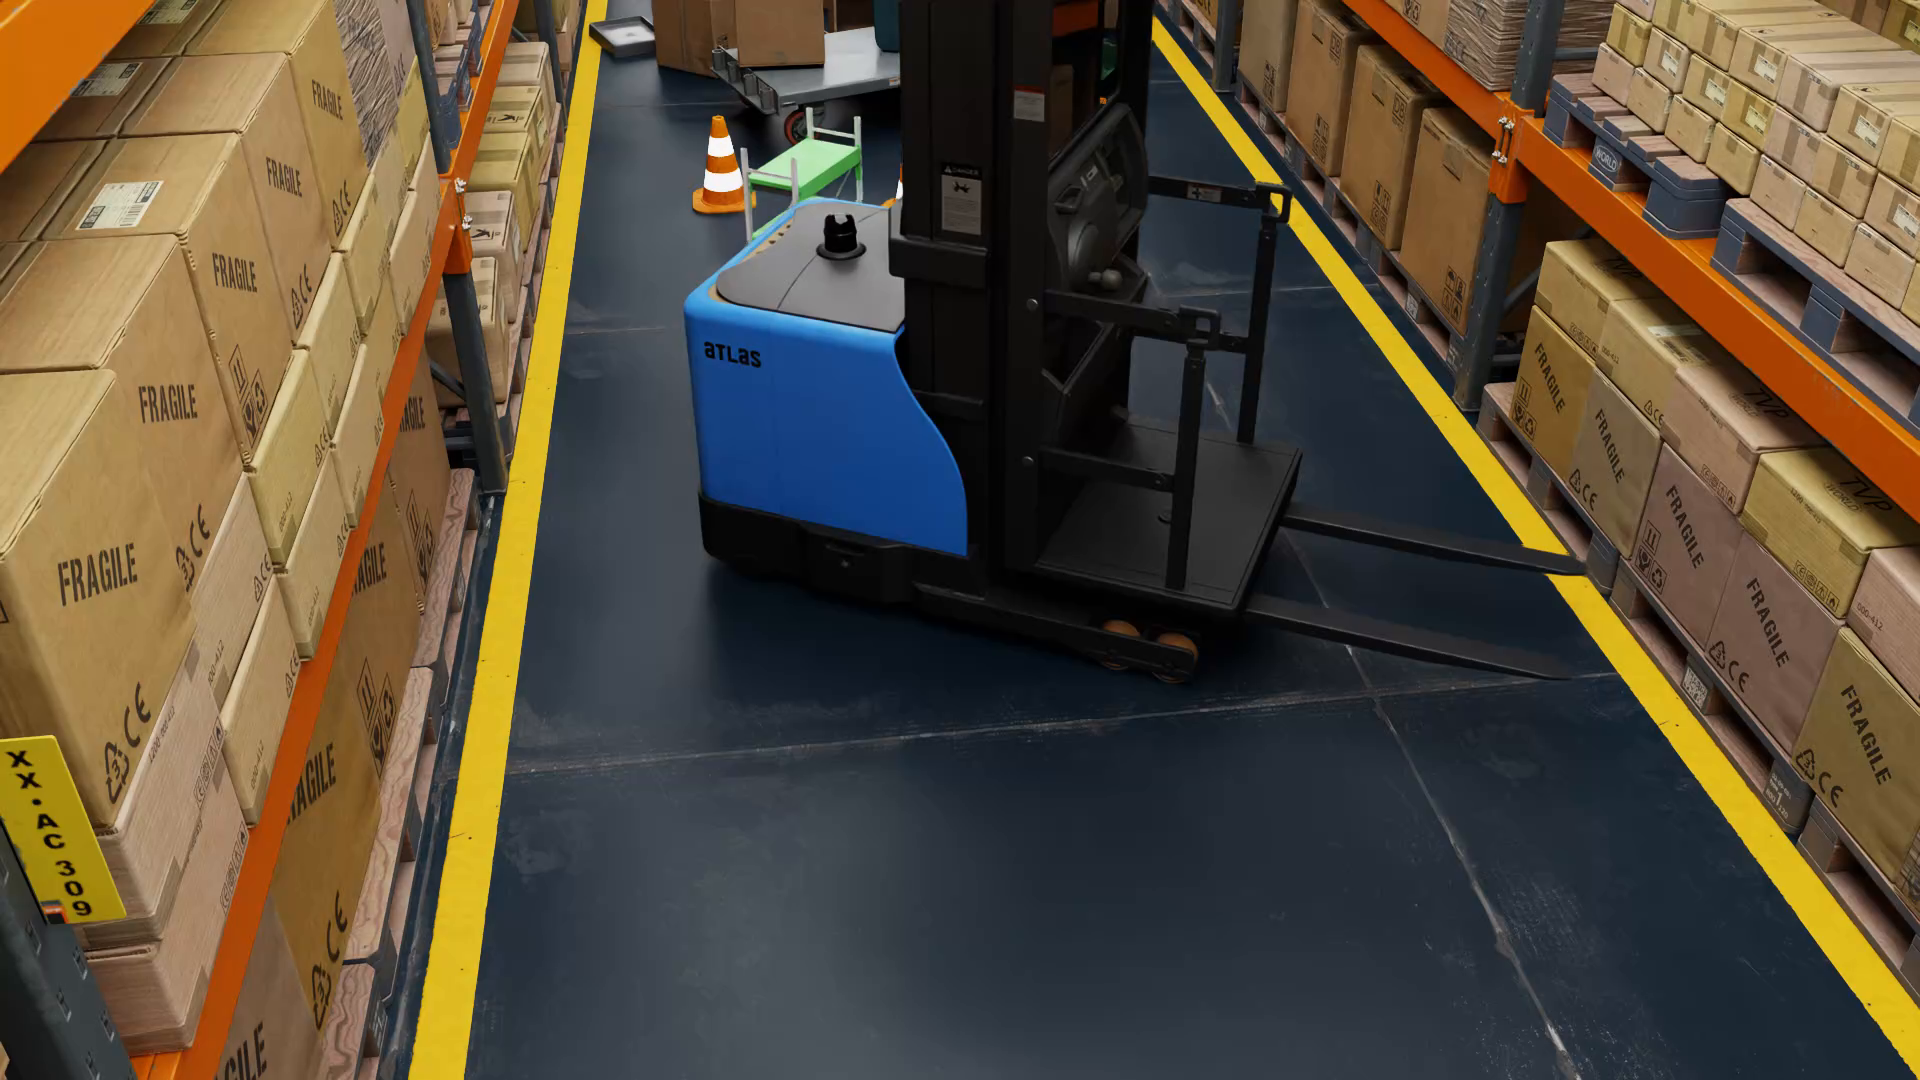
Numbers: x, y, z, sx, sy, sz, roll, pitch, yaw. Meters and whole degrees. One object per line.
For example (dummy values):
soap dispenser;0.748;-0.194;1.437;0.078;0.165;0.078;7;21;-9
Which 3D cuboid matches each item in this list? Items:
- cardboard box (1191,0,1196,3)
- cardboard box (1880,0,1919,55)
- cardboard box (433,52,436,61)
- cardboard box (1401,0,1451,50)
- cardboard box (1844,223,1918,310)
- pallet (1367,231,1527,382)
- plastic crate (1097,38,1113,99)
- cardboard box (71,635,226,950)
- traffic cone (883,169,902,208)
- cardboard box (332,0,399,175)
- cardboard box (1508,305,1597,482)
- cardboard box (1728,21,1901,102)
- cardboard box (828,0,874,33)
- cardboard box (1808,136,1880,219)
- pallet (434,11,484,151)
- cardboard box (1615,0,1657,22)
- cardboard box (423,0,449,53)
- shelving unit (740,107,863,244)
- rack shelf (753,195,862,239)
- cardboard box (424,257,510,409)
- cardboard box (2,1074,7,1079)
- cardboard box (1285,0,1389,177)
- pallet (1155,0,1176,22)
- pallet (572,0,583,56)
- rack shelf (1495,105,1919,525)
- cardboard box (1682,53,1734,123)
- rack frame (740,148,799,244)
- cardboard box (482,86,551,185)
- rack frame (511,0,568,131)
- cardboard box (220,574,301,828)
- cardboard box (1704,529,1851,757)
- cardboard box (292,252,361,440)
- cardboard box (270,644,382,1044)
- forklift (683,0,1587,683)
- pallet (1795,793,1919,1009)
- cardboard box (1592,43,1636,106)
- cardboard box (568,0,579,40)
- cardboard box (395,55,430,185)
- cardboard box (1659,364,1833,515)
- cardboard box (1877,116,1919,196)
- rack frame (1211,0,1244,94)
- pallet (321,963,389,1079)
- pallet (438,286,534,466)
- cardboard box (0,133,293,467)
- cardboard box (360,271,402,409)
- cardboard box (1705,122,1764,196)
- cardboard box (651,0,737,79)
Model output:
cardboard box;1.934;-4.231;11.309;0.875;0.875;0.875;-4;34;-6
cardboard box;3.199;-1.635;5.307;0.380;0.149;0.250;-3;34;-5
cardboard box;-2.143;-1.839;6.135;0.380;0.149;0.250;-6;35;-9
cardboard box;2.220;-2.395;7.012;0.500;0.500;0.500;-4;35;-6
cardboard box;2.686;-0.764;4.558;0.380;0.149;0.250;-5;35;-8
pallet;2.581;-1.138;7.732;1.003;0.211;1.213;-4;35;-6
plastic crate;0.753;-2.936;10.341;0.450;0.188;0.662;21;39;12
cardboard box;-1.521;0.407;2.678;0.500;0.250;0.500;-5;35;-8
traffic cone;-0.233;-1.925;8.664;0.336;0.463;0.334;-4;35;-6
cardboard box;-1.873;-1.313;4.537;0.500;0.500;0.500;-4;34;-6
cardboard box;2.455;-0.571;6.271;0.500;0.500;0.500;-6;35;-8
cardboard box;2.585;-1.453;5.040;0.380;0.149;0.250;-6;35;-8
cardboard box;-0.476;-3.592;10.954;0.797;0.637;0.503;-4;35;-6
cardboard box;2.653;-1.034;4.689;0.380;0.149;0.250;-5;35;-7
pallet;-2.481;-1.724;6.286;1.213;0.211;1.003;-4;35;-6
cardboard box;2.483;-1.885;5.675;0.380;0.149;0.250;-4;35;-6
cardboard box;-2.110;-2.020;5.824;0.500;0.500;0.500;-5;35;-8
shelving unit;-0.614;-1.081;6.770;0.258;1.200;0.503;16;37;21
rack shelf;-0.613;-1.226;6.671;0.258;0.148;0.480;16;37;21
cardboard box;-2.345;-0.817;6.746;0.950;0.372;0.625;-7;35;-10
cardboard box;-1.426;1.017;2.005;0.500;0.500;0.500;-4;34;-6
cardboard box;2.373;-2.442;8.795;1.050;0.750;0.750;-4;35;-6
pallet;1.882;-4.037;11.986;1.003;0.211;1.213;-4;35;-6
pallet;-3.110;-3.548;11.268;1.003;0.211;1.213;-4;35;-6
rack shelf;2.881;-0.431;4.858;1.077;0.370;4.000;-4;35;-6
cardboard box;2.556;-1.452;5.304;0.380;0.149;0.250;-5;35;-8
rack frame;-0.722;-0.958;6.589;0.240;1.200;0.015;16;37;21
cardboard box;-2.644;-2.040;8.540;0.950;0.372;0.625;-2;34;-3
rack frame;-2.817;-3.645;8.936;1.000;3.000;0.127;-4;35;-6
cardboard box;-1.610;0.327;3.240;0.500;0.250;0.500;-5;35;-8
cardboard box;2.668;0.280;5.022;0.500;0.500;0.500;-5;35;-7
cardboard box;-1.730;-0.447;3.932;0.500;0.250;0.500;-5;35;-8
cardboard box;-2.033;0.680;4.103;0.875;0.875;0.875;-3;34;-5
forklift;0.628;-1.074;5.223;3.031;2.935;1.130;12;36;17
pallet;3.044;1.105;4.440;1.003;0.211;1.213;-4;35;-6
cardboard box;2.473;-1.649;5.857;0.380;0.149;0.250;-5;35;-7
cardboard box;-2.712;-3.329;10.541;0.500;0.250;0.500;-3;34;-4
cardboard box;-1.962;-1.307;5.193;0.500;0.250;0.500;-4;35;-7
cardboard box;2.587;-0.332;5.254;0.500;0.250;0.500;-4;34;-6
cardboard box;2.691;-1.015;4.397;0.380;0.149;0.250;-5;35;-7
rack frame;2.074;-4.077;9.569;1.000;3.000;0.127;-4;35;-6
pallet;-1.920;1.546;3.794;1.003;0.211;1.213;-4;35;-6
pallet;-2.383;-0.697;7.086;1.003;0.211;1.213;-4;35;-6
cardboard box;-1.676;-0.465;3.292;0.500;0.500;0.500;-5;35;-8
cardboard box;-1.818;-0.523;4.487;0.500;0.250;0.500;-5;35;-7
cardboard box;2.583;-1.199;5.195;0.380;0.149;0.250;-3;34;-4
cardboard box;-1.613;-3.315;10.668;0.500;0.500;0.500;20;39;26
